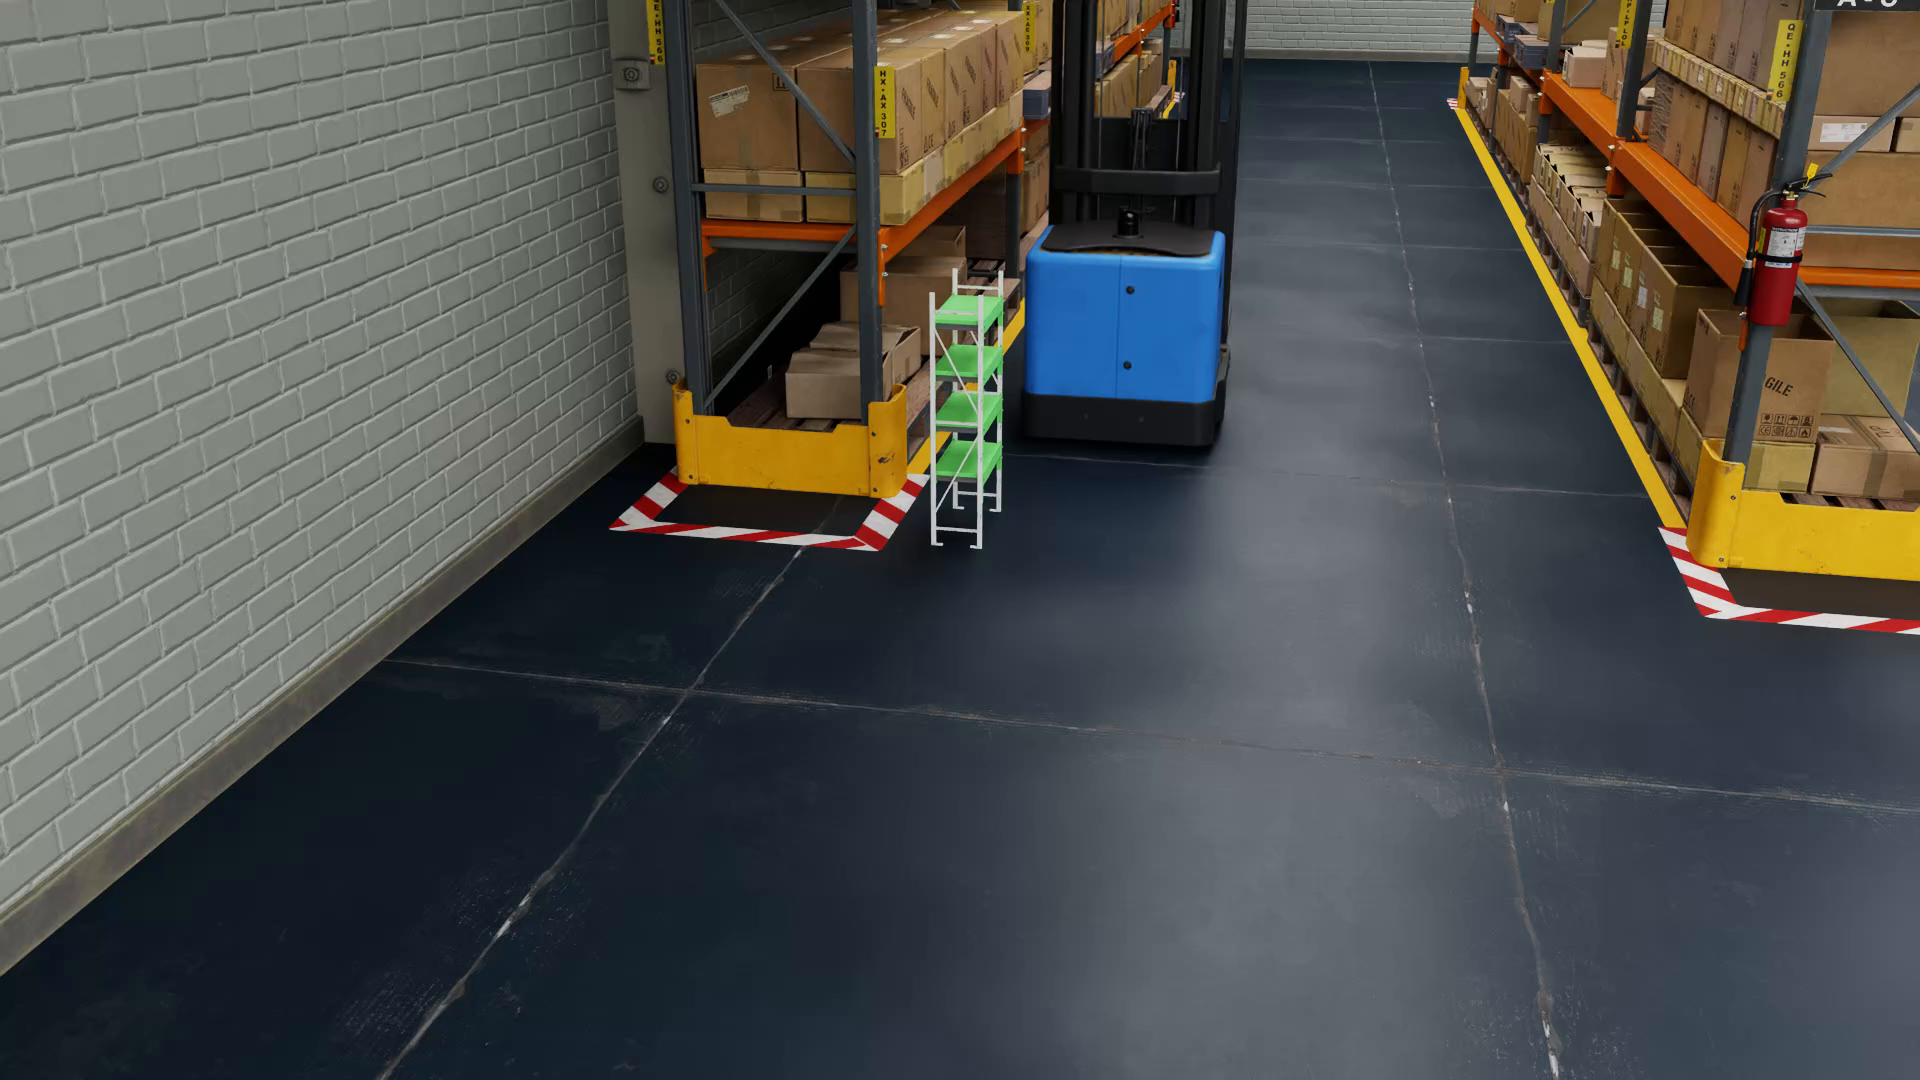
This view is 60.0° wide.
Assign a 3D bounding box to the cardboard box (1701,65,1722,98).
[{"bbox_3d":[4.225,-2.461,8.946,0.380,0.149,0.250,4,22,10],"label":"cardboard box"}]

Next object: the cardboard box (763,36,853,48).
[{"bbox_3d":[-0.783,-2.526,9.281,0.500,0.500,0.500,4,22,9],"label":"cardboard box"}]

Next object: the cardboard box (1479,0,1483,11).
[{"bbox_3d":[6.781,-6.868,20.756,0.500,0.500,0.500,4,22,10],"label":"cardboard box"}]

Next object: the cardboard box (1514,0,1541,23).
[{"bbox_3d":[6.020,-5.518,16.844,0.700,0.500,0.500,8,23,19],"label":"cardboard box"}]

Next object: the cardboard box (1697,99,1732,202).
[{"bbox_3d":[4.386,-2.083,8.878,0.700,0.500,0.500,5,23,13],"label":"cardboard box"}]

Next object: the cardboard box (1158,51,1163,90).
[{"bbox_3d":[2.335,-6.300,22.266,0.700,0.500,0.500,4,22,11],"label":"cardboard box"}]

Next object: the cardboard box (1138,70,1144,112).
[{"bbox_3d":[1.817,-5.367,19.948,0.700,0.500,0.500,5,22,12],"label":"cardboard box"}]

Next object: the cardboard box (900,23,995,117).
[{"bbox_3d":[-0.072,-2.865,10.122,0.500,0.500,0.500,4,22,9],"label":"cardboard box"}]

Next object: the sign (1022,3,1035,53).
[{"bbox_3d":[0.464,-3.503,11.377,0.100,0.325,0.005,4,22,11],"label":"sign"}]

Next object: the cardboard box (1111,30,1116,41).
[{"bbox_3d":[1.404,-5.256,17.198,0.380,0.149,0.250,5,23,13],"label":"cardboard box"}]

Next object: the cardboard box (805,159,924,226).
[{"bbox_3d":[-0.474,-1.771,8.410,0.500,0.250,0.500,4,22,9],"label":"cardboard box"}]

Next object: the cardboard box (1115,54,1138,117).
[{"bbox_3d":[1.558,-5.016,18.608,0.750,0.750,0.750,5,22,12],"label":"cardboard box"}]

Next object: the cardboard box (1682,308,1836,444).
[{"bbox_3d":[3.784,-0.787,7.907,0.500,0.500,0.500,4,22,11],"label":"cardboard box"}]

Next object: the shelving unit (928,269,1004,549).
[{"bbox_3d":[0.034,-0.617,7.780,0.258,1.200,0.503,4,22,11],"label":"shelving unit"}]

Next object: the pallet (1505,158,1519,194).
[{"bbox_3d":[6.038,-3.648,16.629,1.003,0.211,1.213,4,22,11],"label":"pallet"}]

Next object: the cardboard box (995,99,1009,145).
[{"bbox_3d":[0.022,-2.702,10.721,0.500,0.250,0.500,5,22,11],"label":"cardboard box"}]

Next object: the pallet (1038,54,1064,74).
[{"bbox_3d":[0.384,-3.787,13.498,1.003,0.211,1.213,4,22,11],"label":"pallet"}]

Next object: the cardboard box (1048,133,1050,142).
[{"bbox_3d":[0.652,-3.380,14.988,0.700,0.500,0.500,5,22,12],"label":"cardboard box"}]

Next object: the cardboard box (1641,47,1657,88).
[{"bbox_3d":[5.062,-3.282,11.855,0.500,0.500,0.500,6,23,15],"label":"cardboard box"}]

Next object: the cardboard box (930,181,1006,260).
[{"bbox_3d":[0.065,-2.455,12.691,0.700,0.500,0.500,5,23,13],"label":"cardboard box"}]

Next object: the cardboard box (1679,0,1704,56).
[{"bbox_3d":[4.595,-3.064,9.576,0.700,0.500,0.500,4,22,11],"label":"cardboard box"}]

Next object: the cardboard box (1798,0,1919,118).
[{"bbox_3d":[4.084,-2.138,7.277,0.700,0.500,0.500,5,22,11],"label":"cardboard box"}]

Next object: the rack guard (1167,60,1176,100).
[{"bbox_3d":[2.385,-6.378,23.021,1.175,0.500,0.348,4,22,11],"label":"rack guard"}]

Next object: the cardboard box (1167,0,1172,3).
[{"bbox_3d":[2.286,-7.481,22.011,0.980,0.700,0.700,5,23,13],"label":"cardboard box"}]

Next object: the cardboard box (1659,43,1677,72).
[{"bbox_3d":[4.486,-2.936,10.126,0.380,0.149,0.250,5,22,12],"label":"cardboard box"}]

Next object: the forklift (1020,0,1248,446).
[{"bbox_3d":[1.109,-2.379,9.837,1.130,2.935,3.031,4,22,10],"label":"forklift"}]

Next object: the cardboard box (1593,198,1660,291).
[{"bbox_3d":[4.380,-1.885,10.634,0.500,0.500,0.500,4,22,11],"label":"cardboard box"}]

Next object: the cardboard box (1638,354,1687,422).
[{"bbox_3d":[3.976,-0.806,8.957,0.500,0.250,0.500,4,22,11],"label":"cardboard box"}]

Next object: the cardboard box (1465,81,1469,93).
[{"bbox_3d":[6.808,-5.907,21.733,0.380,0.149,0.250,4,22,11],"label":"cardboard box"}]

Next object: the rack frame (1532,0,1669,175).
[{"bbox_3d":[5.598,-4.227,14.333,1.000,3.000,0.127,4,22,11],"label":"rack frame"}]

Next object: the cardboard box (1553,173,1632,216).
[{"bbox_3d":[4.894,-2.670,12.835,0.500,0.311,0.500,4,22,10],"label":"cardboard box"}]

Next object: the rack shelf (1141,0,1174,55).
[{"bbox_3d":[1.972,-6.464,20.850,1.077,0.370,4.000,4,22,11],"label":"rack shelf"}]

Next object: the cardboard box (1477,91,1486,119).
[{"bbox_3d":[6.406,-5.151,19.638,0.500,0.311,0.500,4,22,11],"label":"cardboard box"}]

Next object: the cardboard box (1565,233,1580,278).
[{"bbox_3d":[4.687,-2.042,12.026,0.500,0.250,0.500,4,22,10],"label":"cardboard box"}]

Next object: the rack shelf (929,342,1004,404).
[{"bbox_3d":[0.034,-0.780,7.714,0.258,0.148,0.480,4,22,11],"label":"rack shelf"}]

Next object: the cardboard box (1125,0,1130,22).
[{"bbox_3d":[1.511,-5.701,17.435,0.500,0.500,0.500,4,22,11],"label":"cardboard box"}]

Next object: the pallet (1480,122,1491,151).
[{"bbox_3d":[6.555,-4.647,19.110,1.003,0.211,1.213,4,22,11],"label":"pallet"}]

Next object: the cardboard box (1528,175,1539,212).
[{"bbox_3d":[5.203,-2.977,14.348,0.500,0.250,0.500,4,22,11],"label":"cardboard box"}]

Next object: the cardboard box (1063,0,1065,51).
[{"bbox_3d":[0.574,-4.474,14.225,0.700,0.500,0.500,2,22,6],"label":"cardboard box"}]

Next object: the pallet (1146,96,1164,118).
[{"bbox_3d":[2.042,-5.492,21.207,1.003,0.211,1.213,4,22,11],"label":"pallet"}]

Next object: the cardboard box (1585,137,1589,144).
[{"bbox_3d":[6.072,-3.608,15.554,0.500,0.500,0.500,4,22,9],"label":"cardboard box"}]

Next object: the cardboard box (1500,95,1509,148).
[{"bbox_3d":[5.979,-4.380,17.471,0.500,0.500,0.500,5,22,12],"label":"cardboard box"}]

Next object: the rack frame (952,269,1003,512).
[{"bbox_3d":[0.084,-0.706,8.001,0.240,1.200,0.015,4,22,11],"label":"rack frame"}]

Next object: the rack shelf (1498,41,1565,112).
[{"bbox_3d":[6.006,-4.624,16.284,1.077,0.370,4.000,4,22,11],"label":"rack shelf"}]

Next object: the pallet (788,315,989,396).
[{"bbox_3d":[-0.418,-1.151,10.428,1.003,0.211,1.213,4,22,11],"label":"pallet"}]

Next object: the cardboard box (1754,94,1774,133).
[{"bbox_3d":[3.961,-1.992,7.782,0.380,0.149,0.250,4,22,10],"label":"cardboard box"}]

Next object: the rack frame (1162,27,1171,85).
[{"bbox_3d":[2.380,-7.529,22.532,1.000,3.000,0.127,4,22,11],"label":"rack frame"}]

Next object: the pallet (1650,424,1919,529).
[{"bbox_3d":[4.080,-0.290,8.292,1.003,0.211,1.213,4,22,11],"label":"pallet"}]
